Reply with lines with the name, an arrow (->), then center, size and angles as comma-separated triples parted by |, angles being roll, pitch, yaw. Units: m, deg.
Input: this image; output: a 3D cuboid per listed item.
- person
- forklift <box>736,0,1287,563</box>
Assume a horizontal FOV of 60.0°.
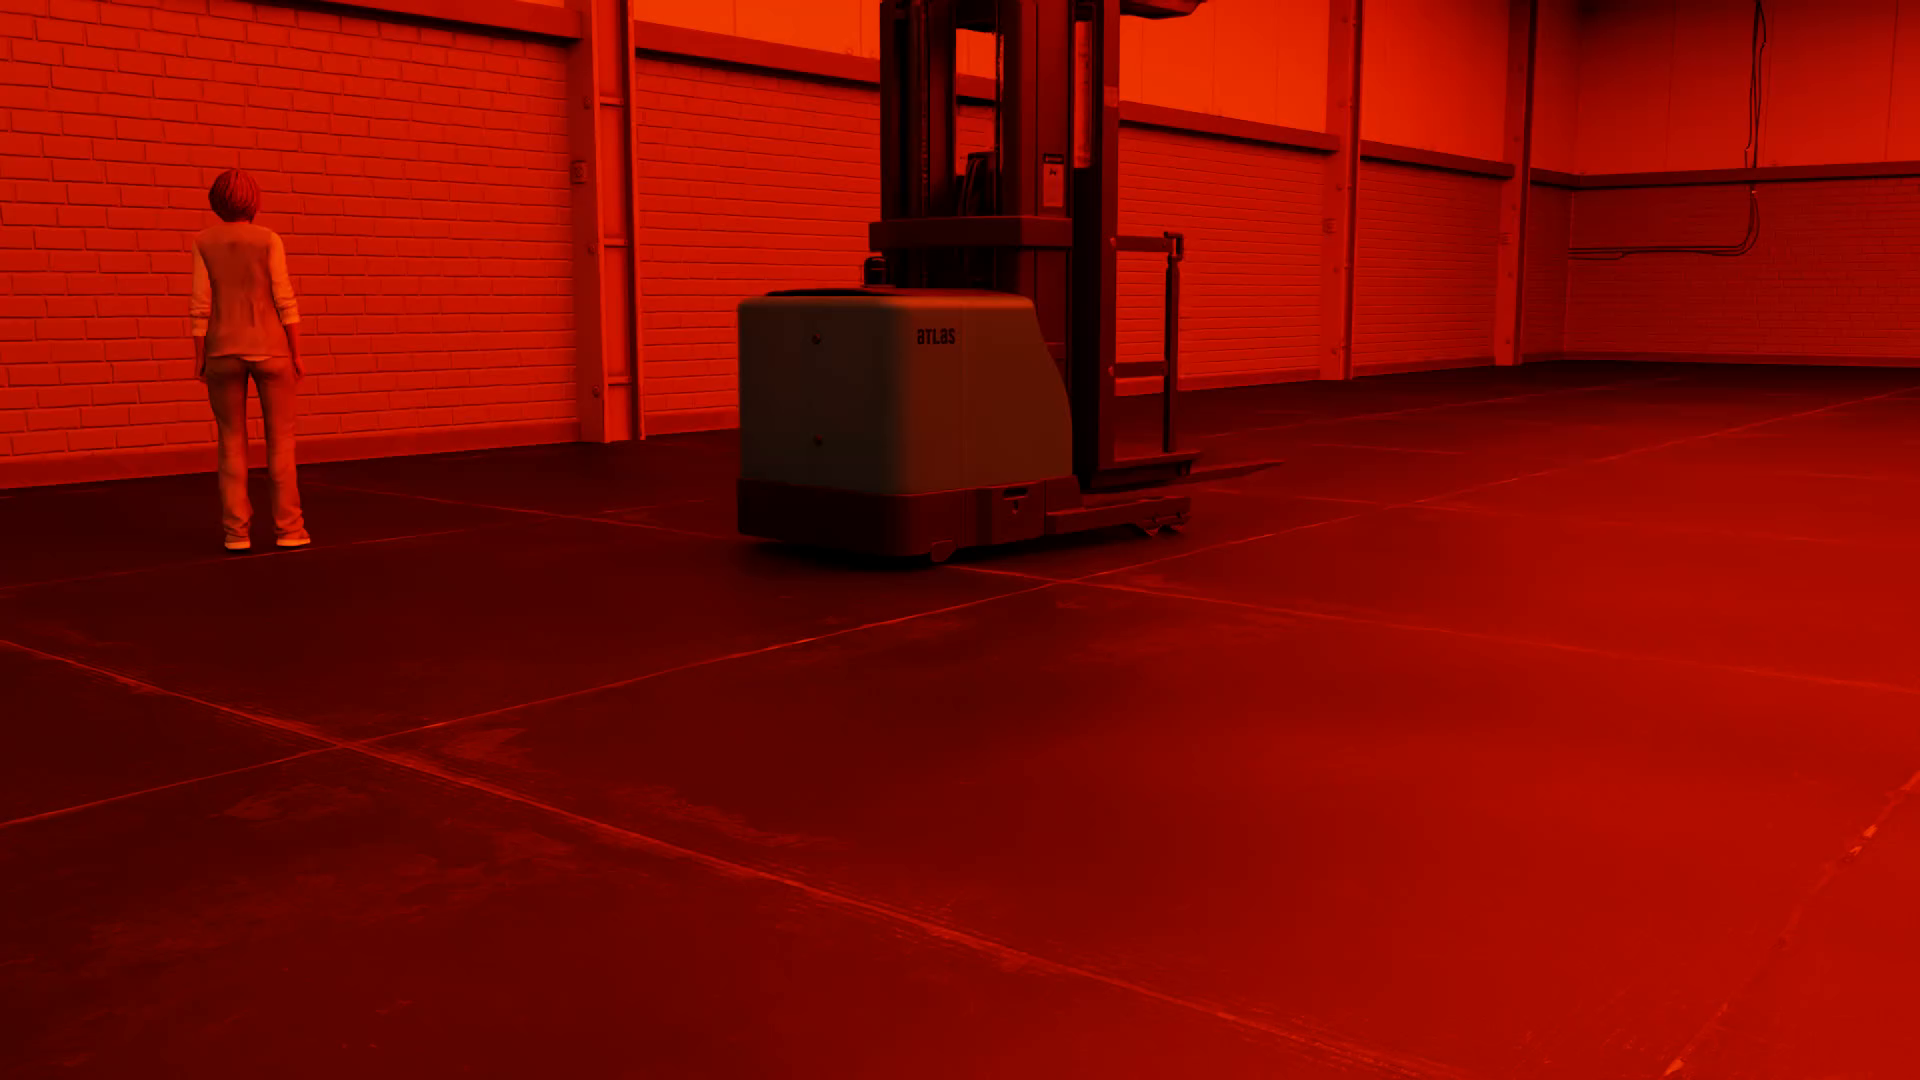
person -> -3.013, -0.758, 7.061 | 0.444, 1.602, 0.329 | -2, 9, -14
forklift -> 0.426, -1.519, 7.661 | 1.130, 2.935, 3.031 | 8, 11, 43
